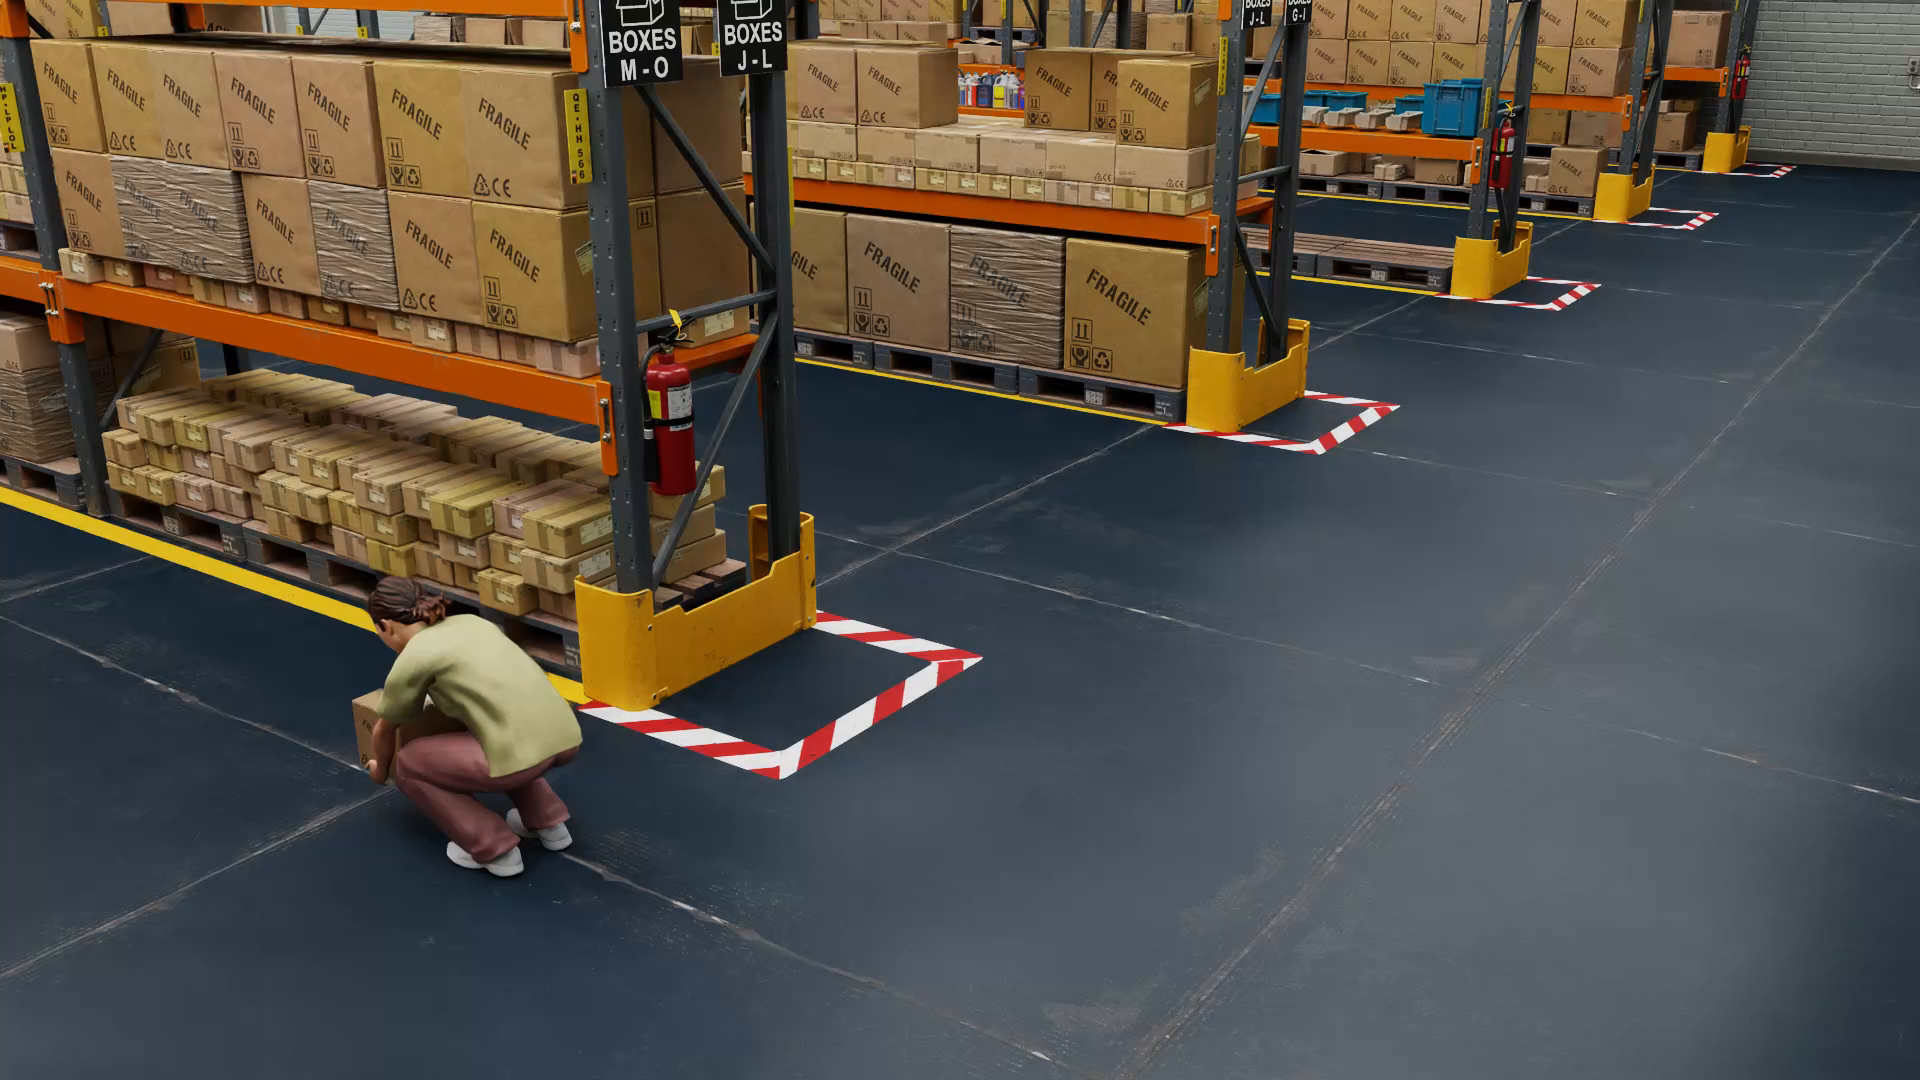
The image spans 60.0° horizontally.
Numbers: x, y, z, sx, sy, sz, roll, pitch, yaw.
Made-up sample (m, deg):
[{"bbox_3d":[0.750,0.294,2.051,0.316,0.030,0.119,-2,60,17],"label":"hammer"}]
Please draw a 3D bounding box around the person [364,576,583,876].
[{"bbox_3d":[-1.637,0.597,5.527,0.804,0.932,0.494,13,24,32],"label":"person"}]
